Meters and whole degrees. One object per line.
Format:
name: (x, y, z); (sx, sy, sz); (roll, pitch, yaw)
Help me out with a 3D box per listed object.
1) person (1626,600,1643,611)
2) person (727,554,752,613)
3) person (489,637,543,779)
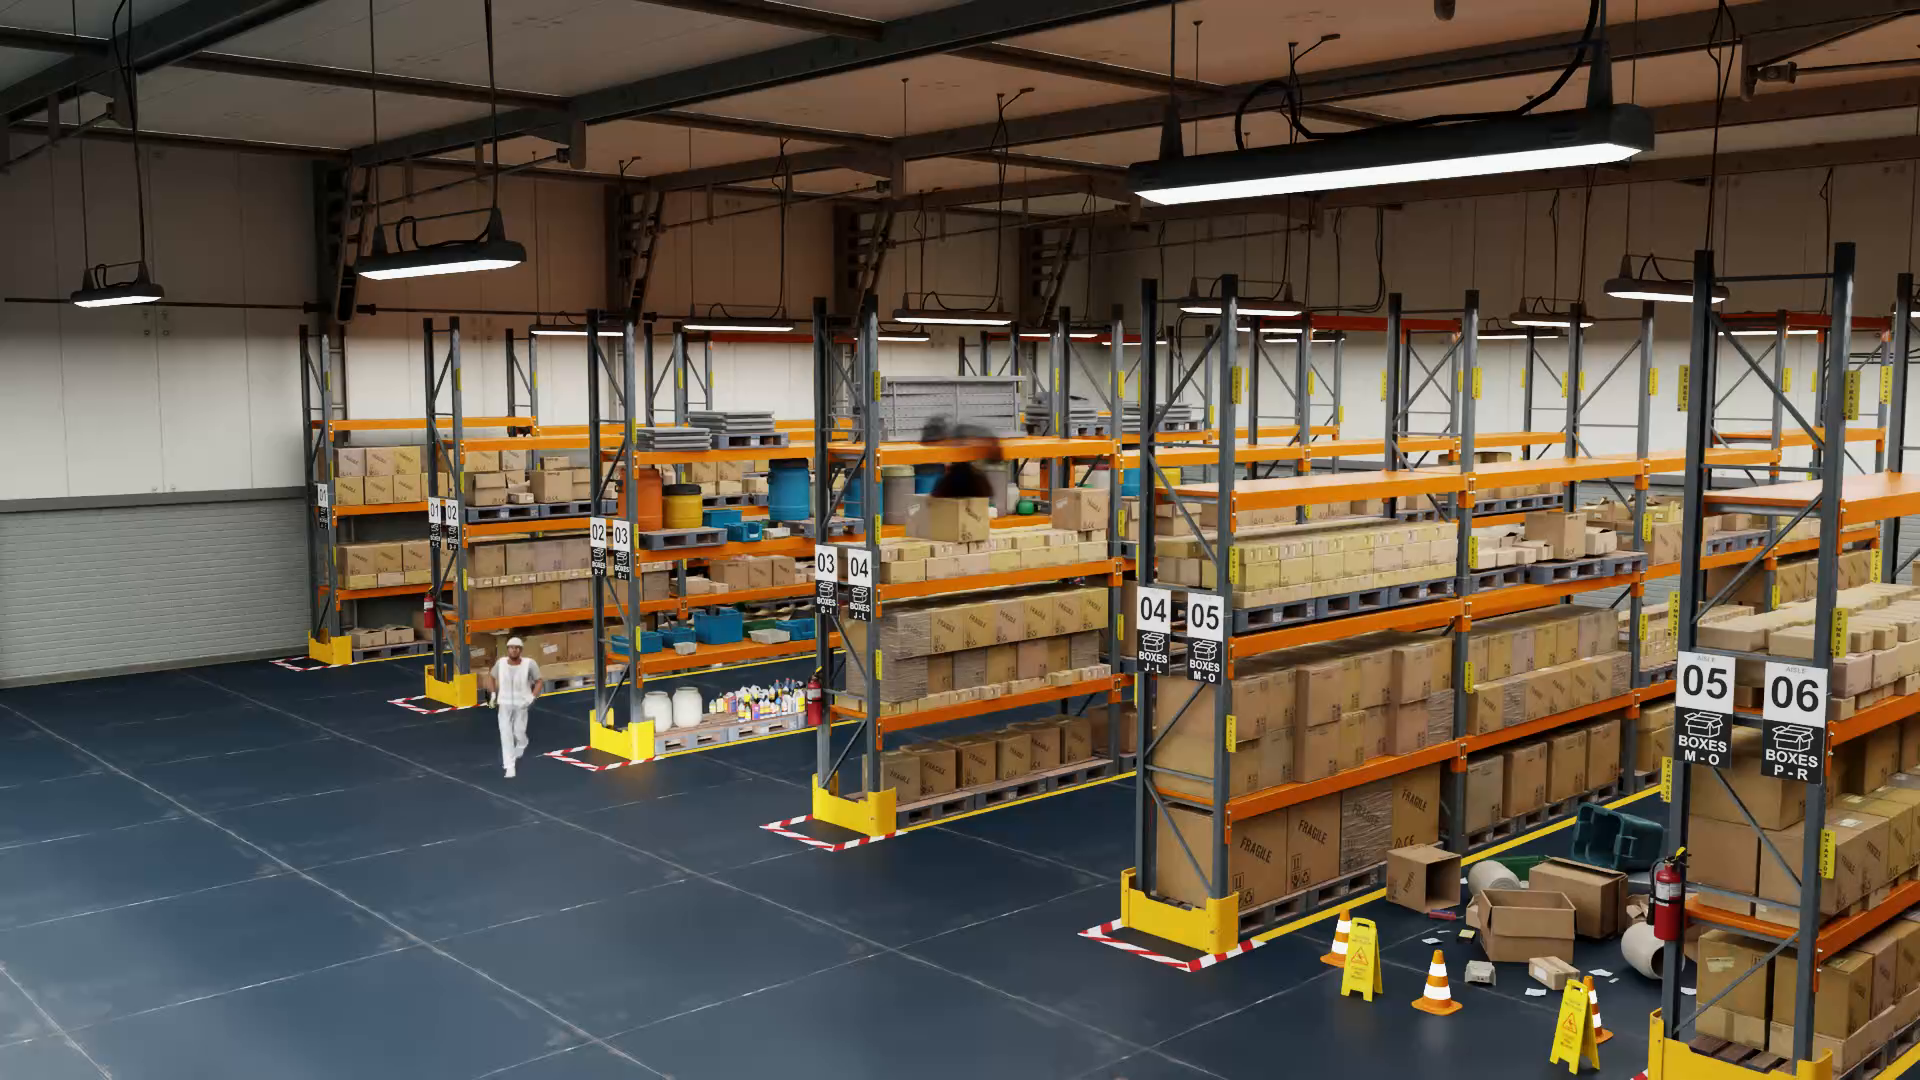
person: (10.256, 1.738, 25.343); (0.939, 1.684, 0.606); (-5, 7, -40)
person: (-4.383, 0.930, 33.084); (0.681, 1.853, 0.795); (4, 7, 33)
person: (-5.757, 2.132, 21.541); (0.703, 1.767, 0.857); (-1, 6, -7)
